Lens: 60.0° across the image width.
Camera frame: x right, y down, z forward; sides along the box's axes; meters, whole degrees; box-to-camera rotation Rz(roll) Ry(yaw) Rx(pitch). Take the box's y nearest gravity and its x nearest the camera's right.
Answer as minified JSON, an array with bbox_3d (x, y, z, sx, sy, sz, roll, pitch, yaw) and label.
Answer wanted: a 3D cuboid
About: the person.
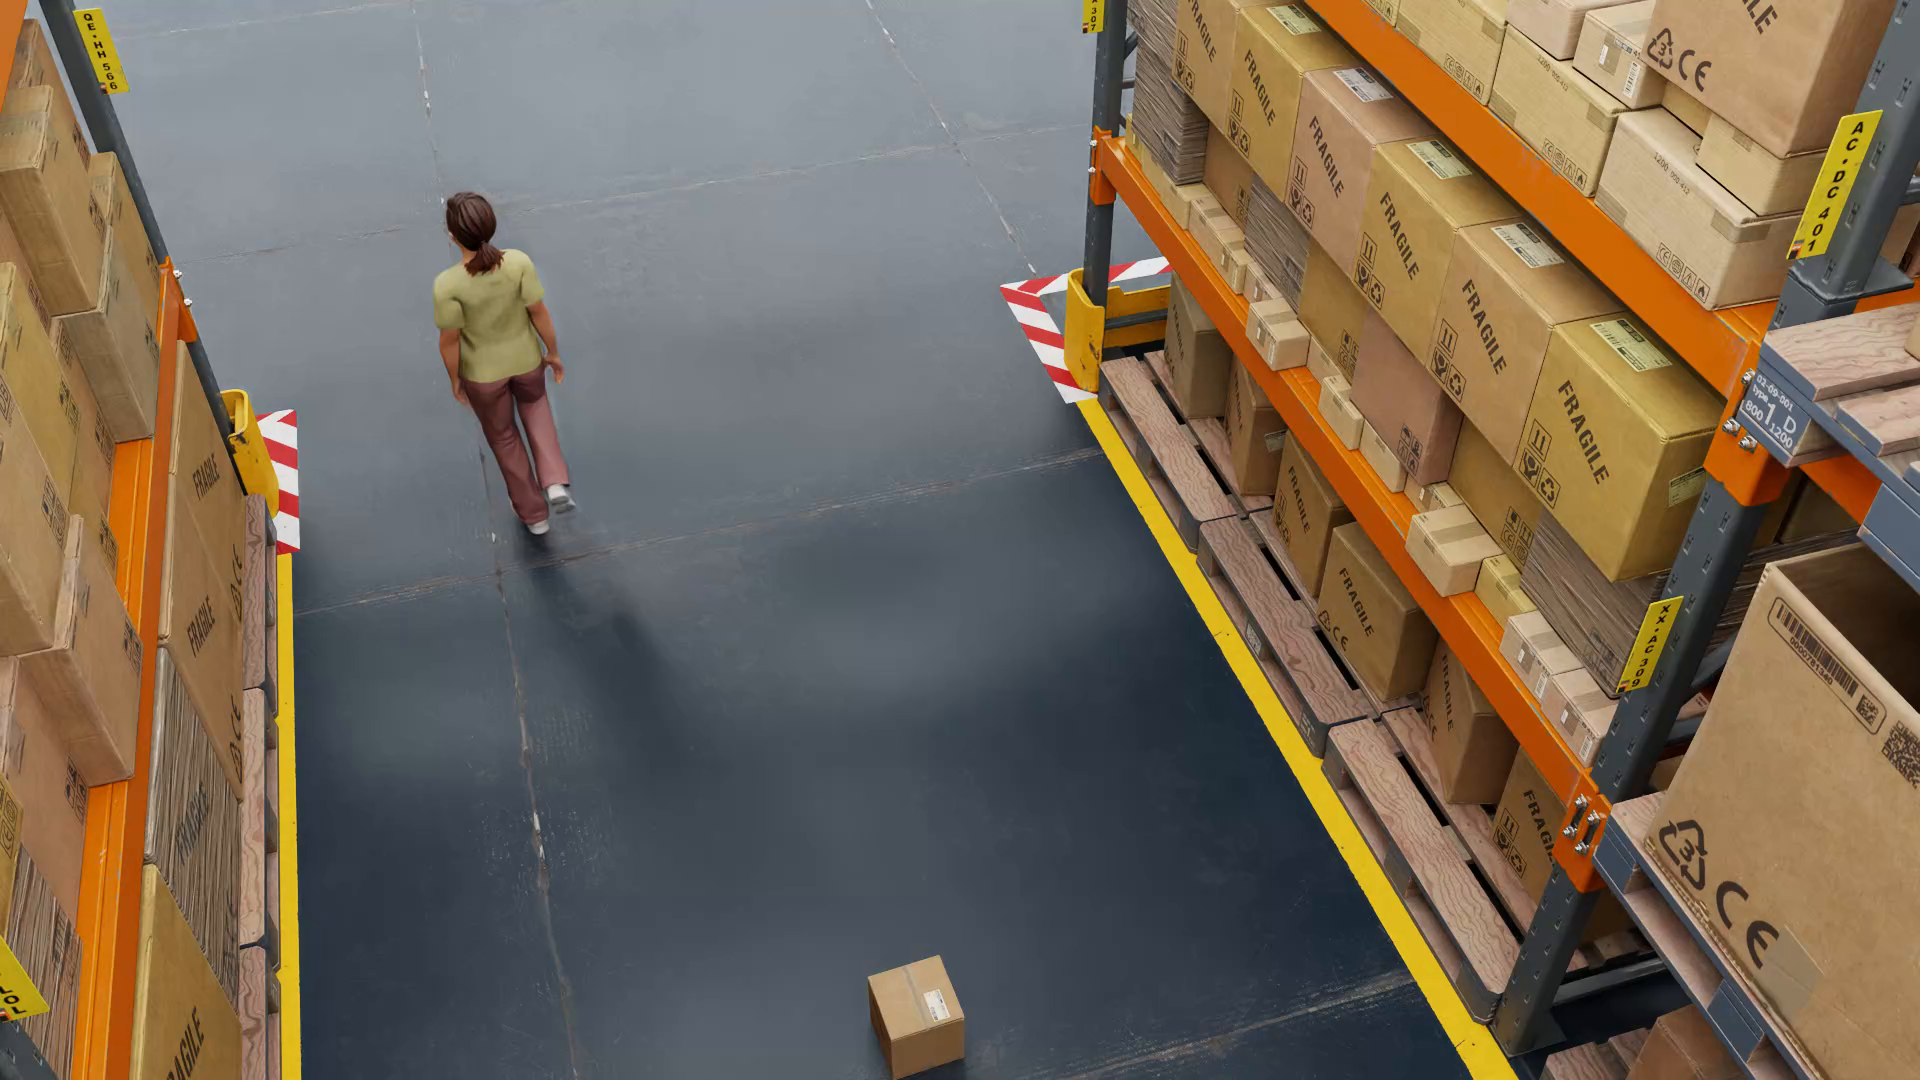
[{"bbox_3d":[-1.912,-0.725,6.918,0.471,1.659,0.456,-24,48,-24],"label":"person"}]
